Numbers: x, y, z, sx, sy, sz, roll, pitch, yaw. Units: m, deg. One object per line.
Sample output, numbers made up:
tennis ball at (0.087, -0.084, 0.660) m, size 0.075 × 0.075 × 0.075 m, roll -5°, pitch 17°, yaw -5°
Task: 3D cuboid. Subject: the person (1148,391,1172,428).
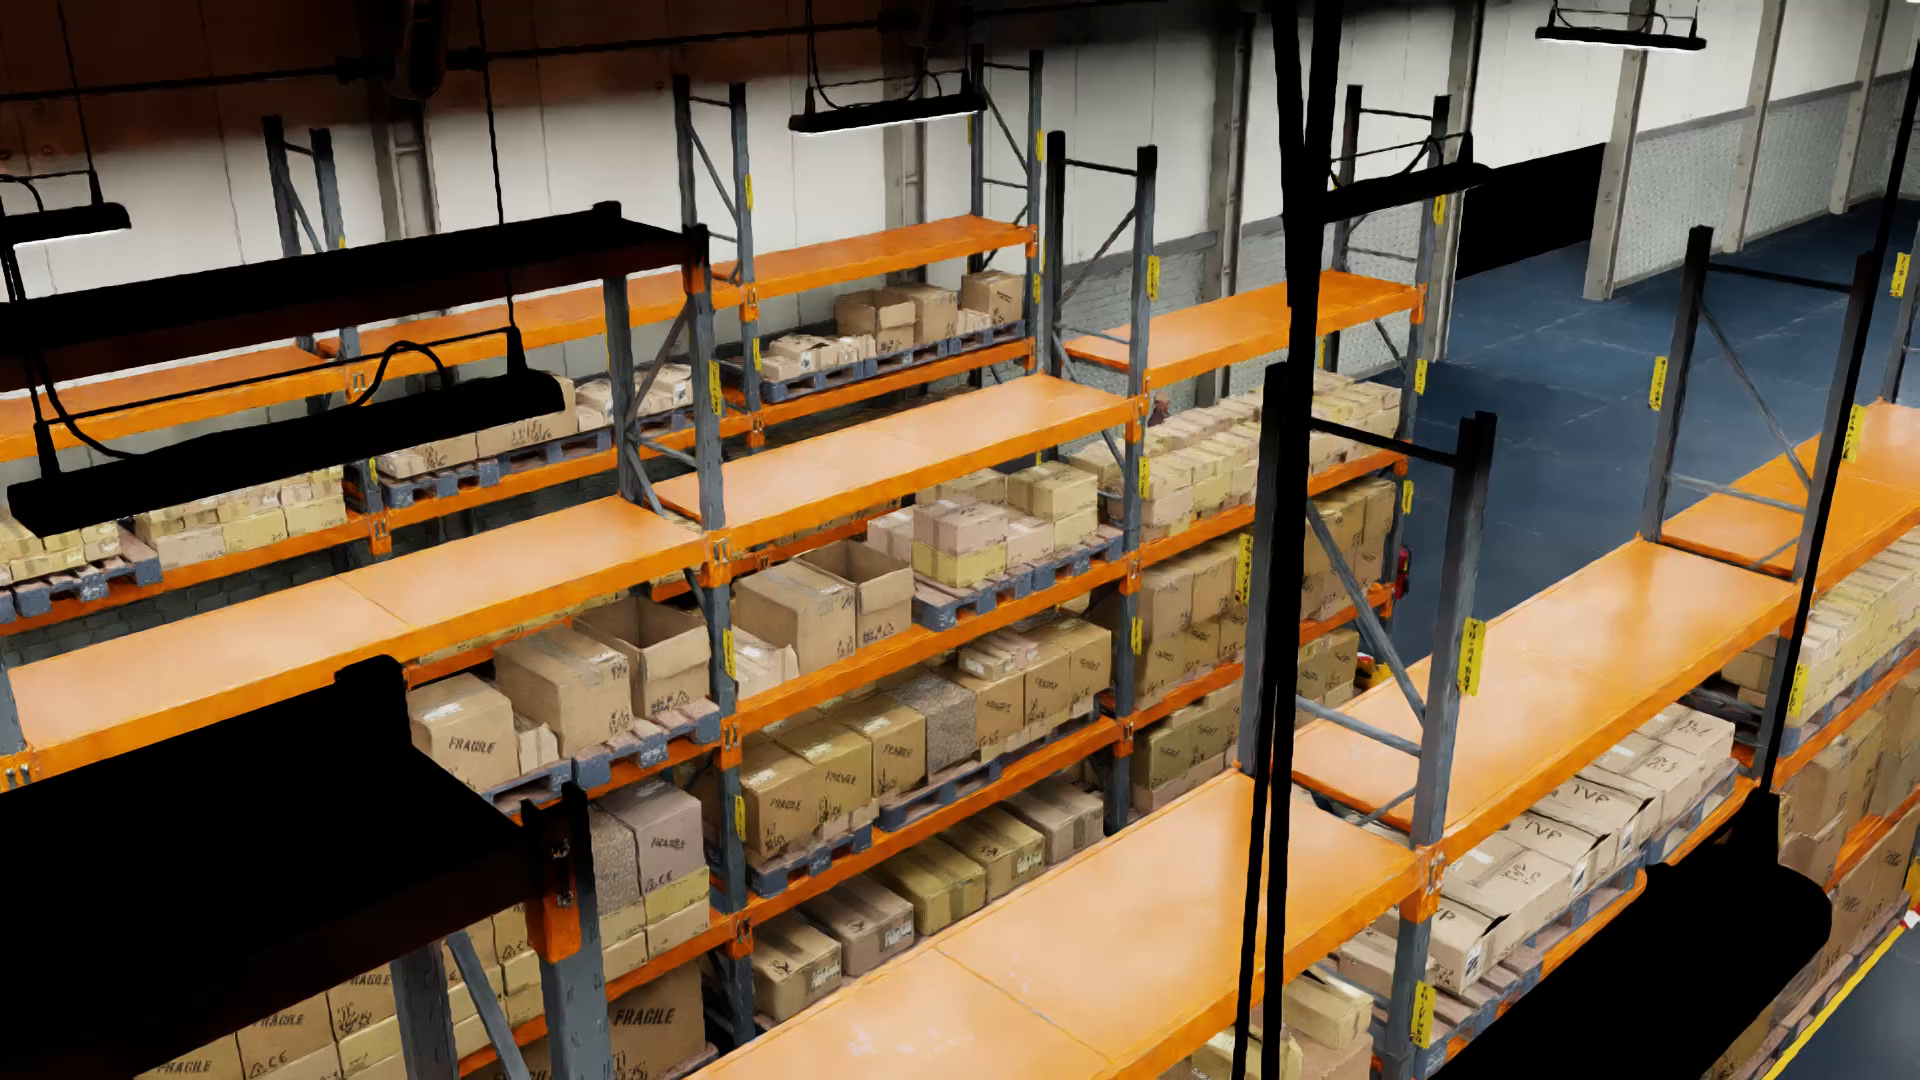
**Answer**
person at (2.502, -1.061, 21.076) m, size 0.463 × 1.772 × 0.683 m, roll 6°, pitch 23°, yaw 15°
